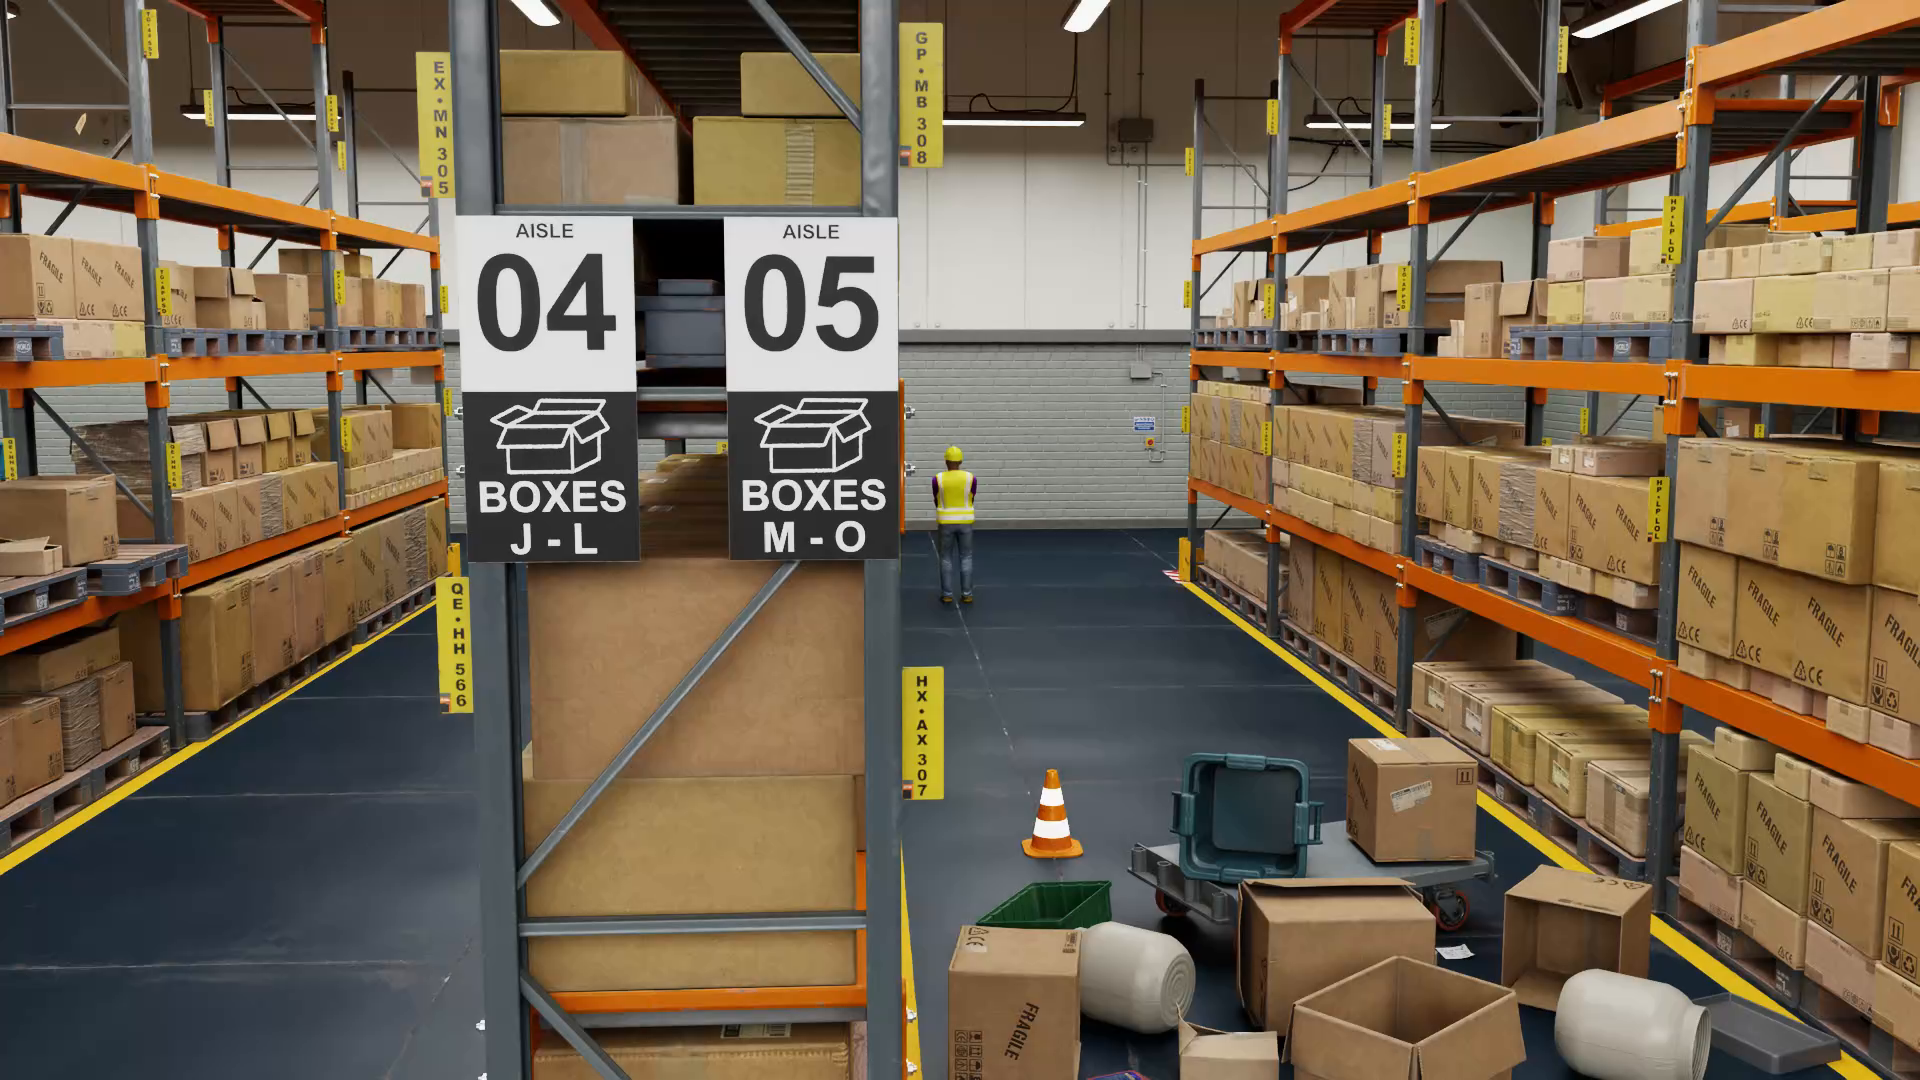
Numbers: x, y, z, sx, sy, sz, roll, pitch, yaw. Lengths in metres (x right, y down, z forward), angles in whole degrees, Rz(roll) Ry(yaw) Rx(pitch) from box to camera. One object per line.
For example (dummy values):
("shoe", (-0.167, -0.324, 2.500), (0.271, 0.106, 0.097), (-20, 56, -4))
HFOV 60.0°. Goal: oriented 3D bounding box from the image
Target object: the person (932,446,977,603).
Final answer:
("person", (-0.073, -0.189, 18.750), (0.503, 1.760, 0.577), (-1, 7, -4))
